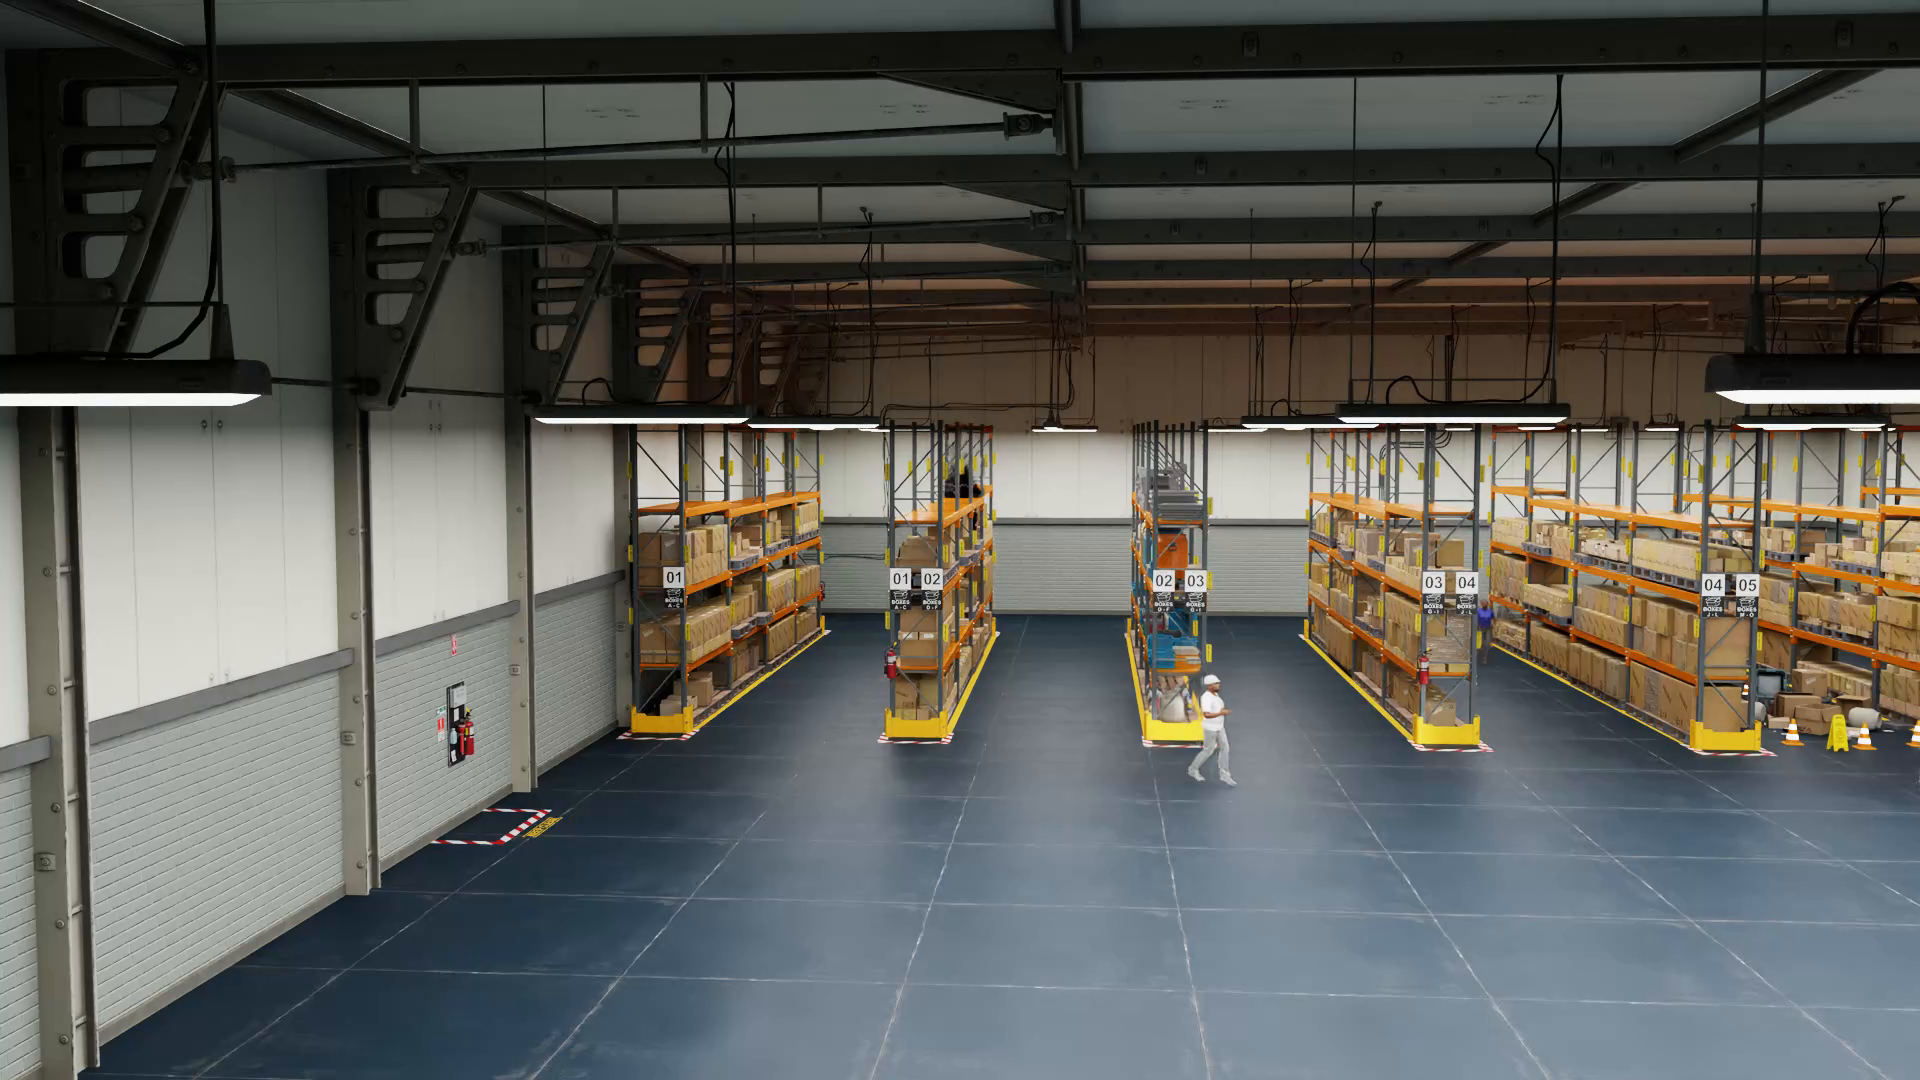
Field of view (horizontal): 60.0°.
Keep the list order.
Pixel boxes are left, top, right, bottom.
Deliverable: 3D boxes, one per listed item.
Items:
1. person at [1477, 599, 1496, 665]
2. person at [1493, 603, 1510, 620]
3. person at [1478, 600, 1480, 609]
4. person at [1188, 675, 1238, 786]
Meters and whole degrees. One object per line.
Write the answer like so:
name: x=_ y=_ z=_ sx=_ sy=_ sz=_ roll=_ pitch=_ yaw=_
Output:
person: x=13.147 y=2.290 z=41.643 sx=0.593 sy=1.614 sz=0.768 roll=0 pitch=4 yaw=5
person: x=15.529 y=1.906 z=47.369 sx=0.649 sy=1.712 sz=0.552 roll=-1 pitch=4 yaw=-9
person: x=13.257 y=2.101 z=43.370 sx=0.620 sy=1.806 sz=0.709 roll=1 pitch=4 yaw=8
person: x=4.124 y=3.103 z=27.156 sx=0.815 sy=1.810 sz=0.682 roll=2 pitch=4 yaw=30
